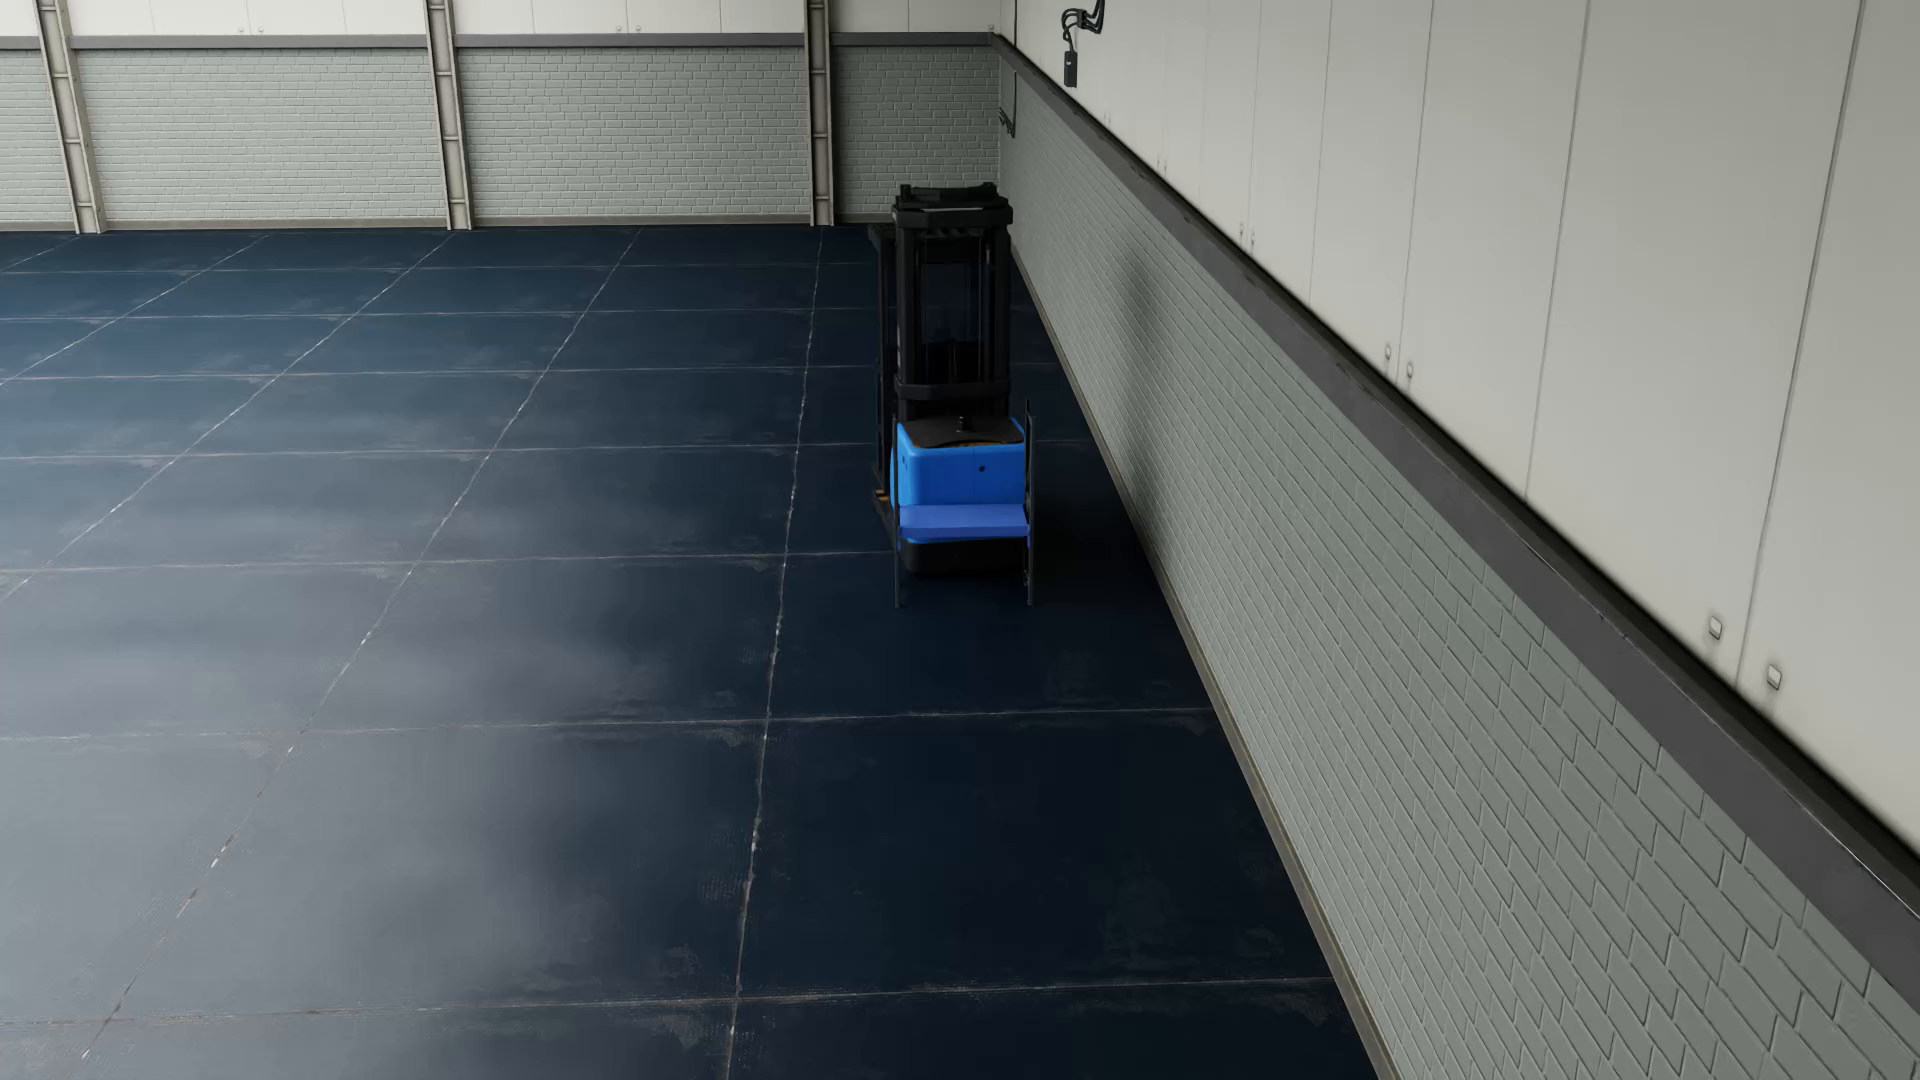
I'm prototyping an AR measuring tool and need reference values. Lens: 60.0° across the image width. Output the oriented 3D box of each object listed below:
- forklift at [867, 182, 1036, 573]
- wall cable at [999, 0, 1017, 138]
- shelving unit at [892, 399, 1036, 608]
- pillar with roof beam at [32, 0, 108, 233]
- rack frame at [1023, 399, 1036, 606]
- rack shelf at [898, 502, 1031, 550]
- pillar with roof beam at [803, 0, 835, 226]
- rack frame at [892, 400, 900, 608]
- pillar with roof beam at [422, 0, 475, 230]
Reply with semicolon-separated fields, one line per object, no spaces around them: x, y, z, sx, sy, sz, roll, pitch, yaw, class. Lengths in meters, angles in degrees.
-0.172;-1.600;14.137;1.130;2.935;3.031;-4;21;-10;forklift
0.700;-7.669;25.913;0.112;2.526;3.097;-1;21;-3;wall cable
0.021;-0.279;12.677;1.048;1.500;0.538;-1;21;-3;shelving unit
-14.051;-7.757;21.780;0.400;9.000;9.100;-1;21;-3;pillar with roof beam
0.529;-0.288;12.701;0.032;1.500;0.500;-1;21;-3;rack frame
0.021;-0.111;12.741;1.000;0.185;0.538;-1;21;-3;rack shelf
-2.071;-8.001;22.421;0.400;9.000;9.100;-1;21;-3;pillar with roof beam
-0.487;-0.270;12.653;0.032;1.500;0.500;-1;21;-3;rack frame
-8.061;-7.879;22.100;0.400;9.000;9.100;-1;21;-3;pillar with roof beam
